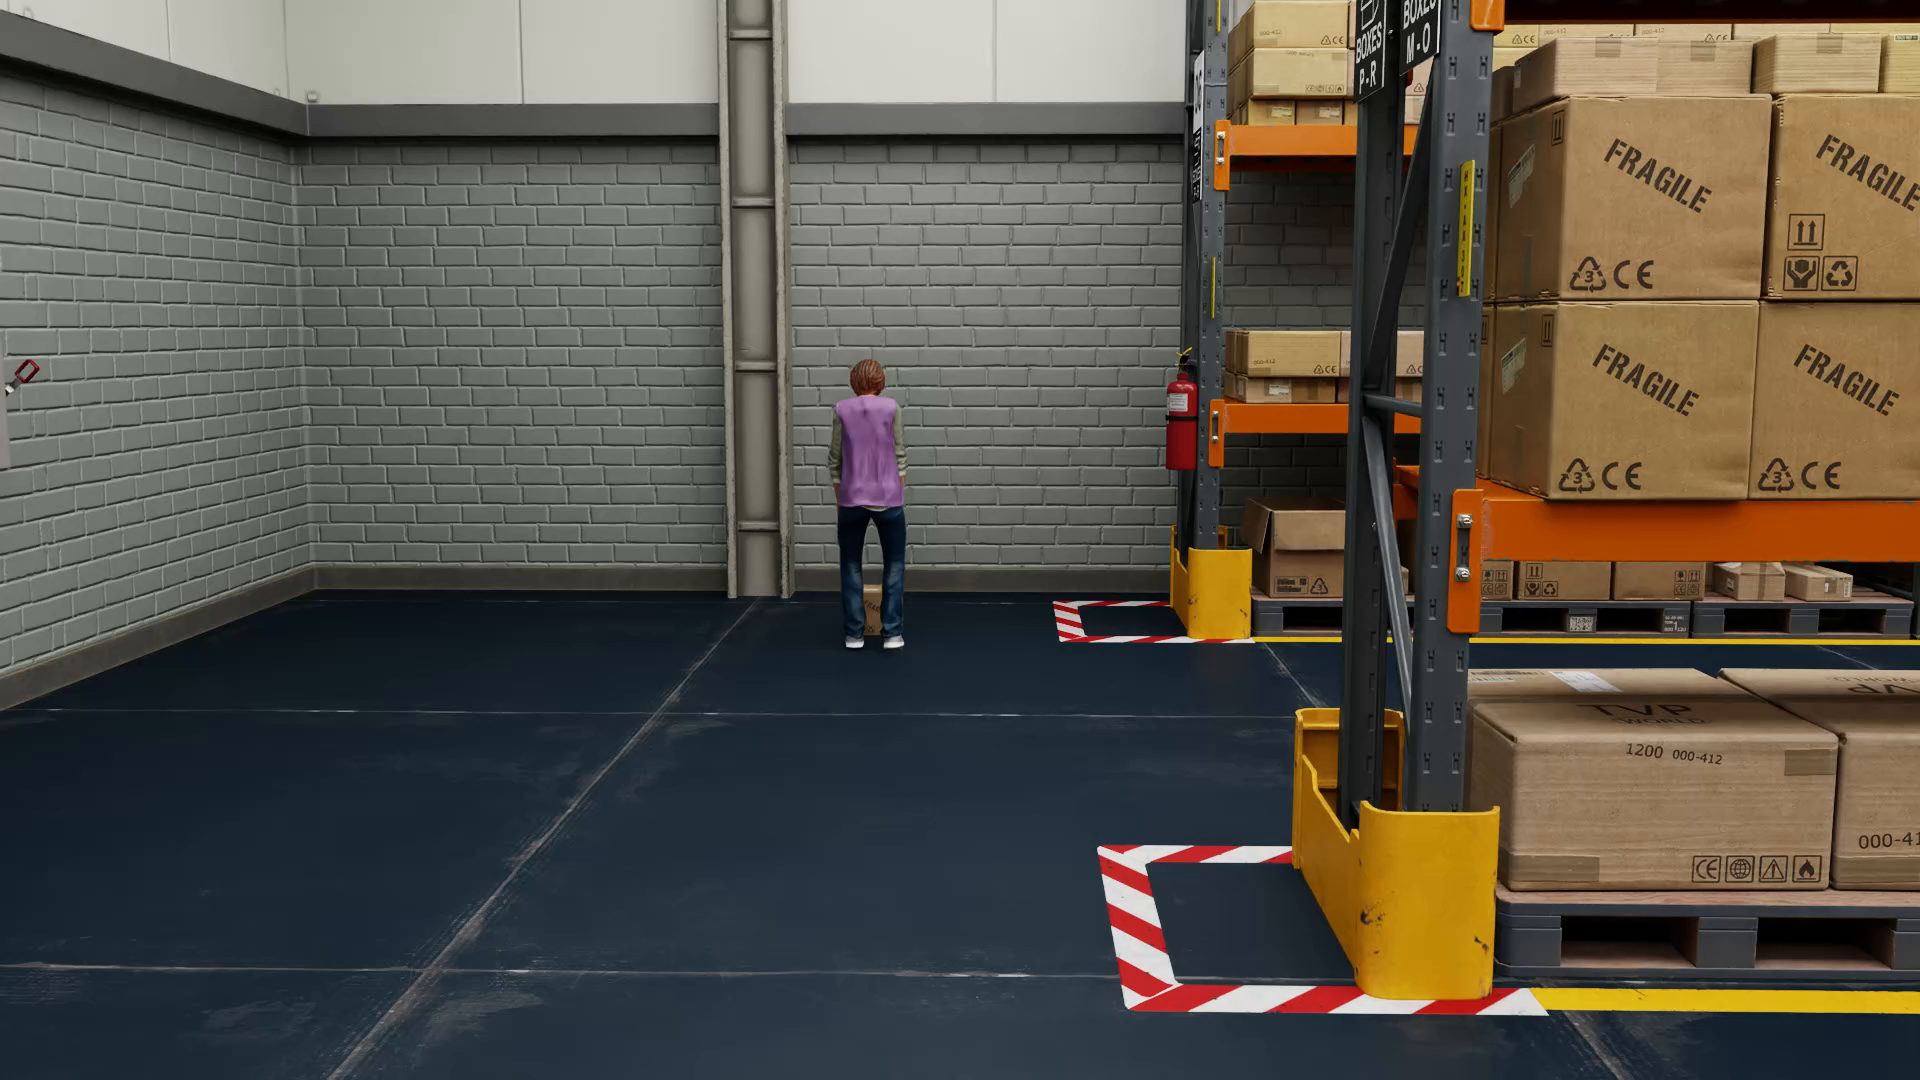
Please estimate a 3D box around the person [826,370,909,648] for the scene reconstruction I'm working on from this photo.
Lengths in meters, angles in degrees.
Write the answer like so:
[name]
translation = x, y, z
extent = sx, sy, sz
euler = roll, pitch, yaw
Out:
[person]
translation = -0.499, -0.149, 8.948
extent = 0.444, 1.483, 0.476
euler = 0, 7, 2
